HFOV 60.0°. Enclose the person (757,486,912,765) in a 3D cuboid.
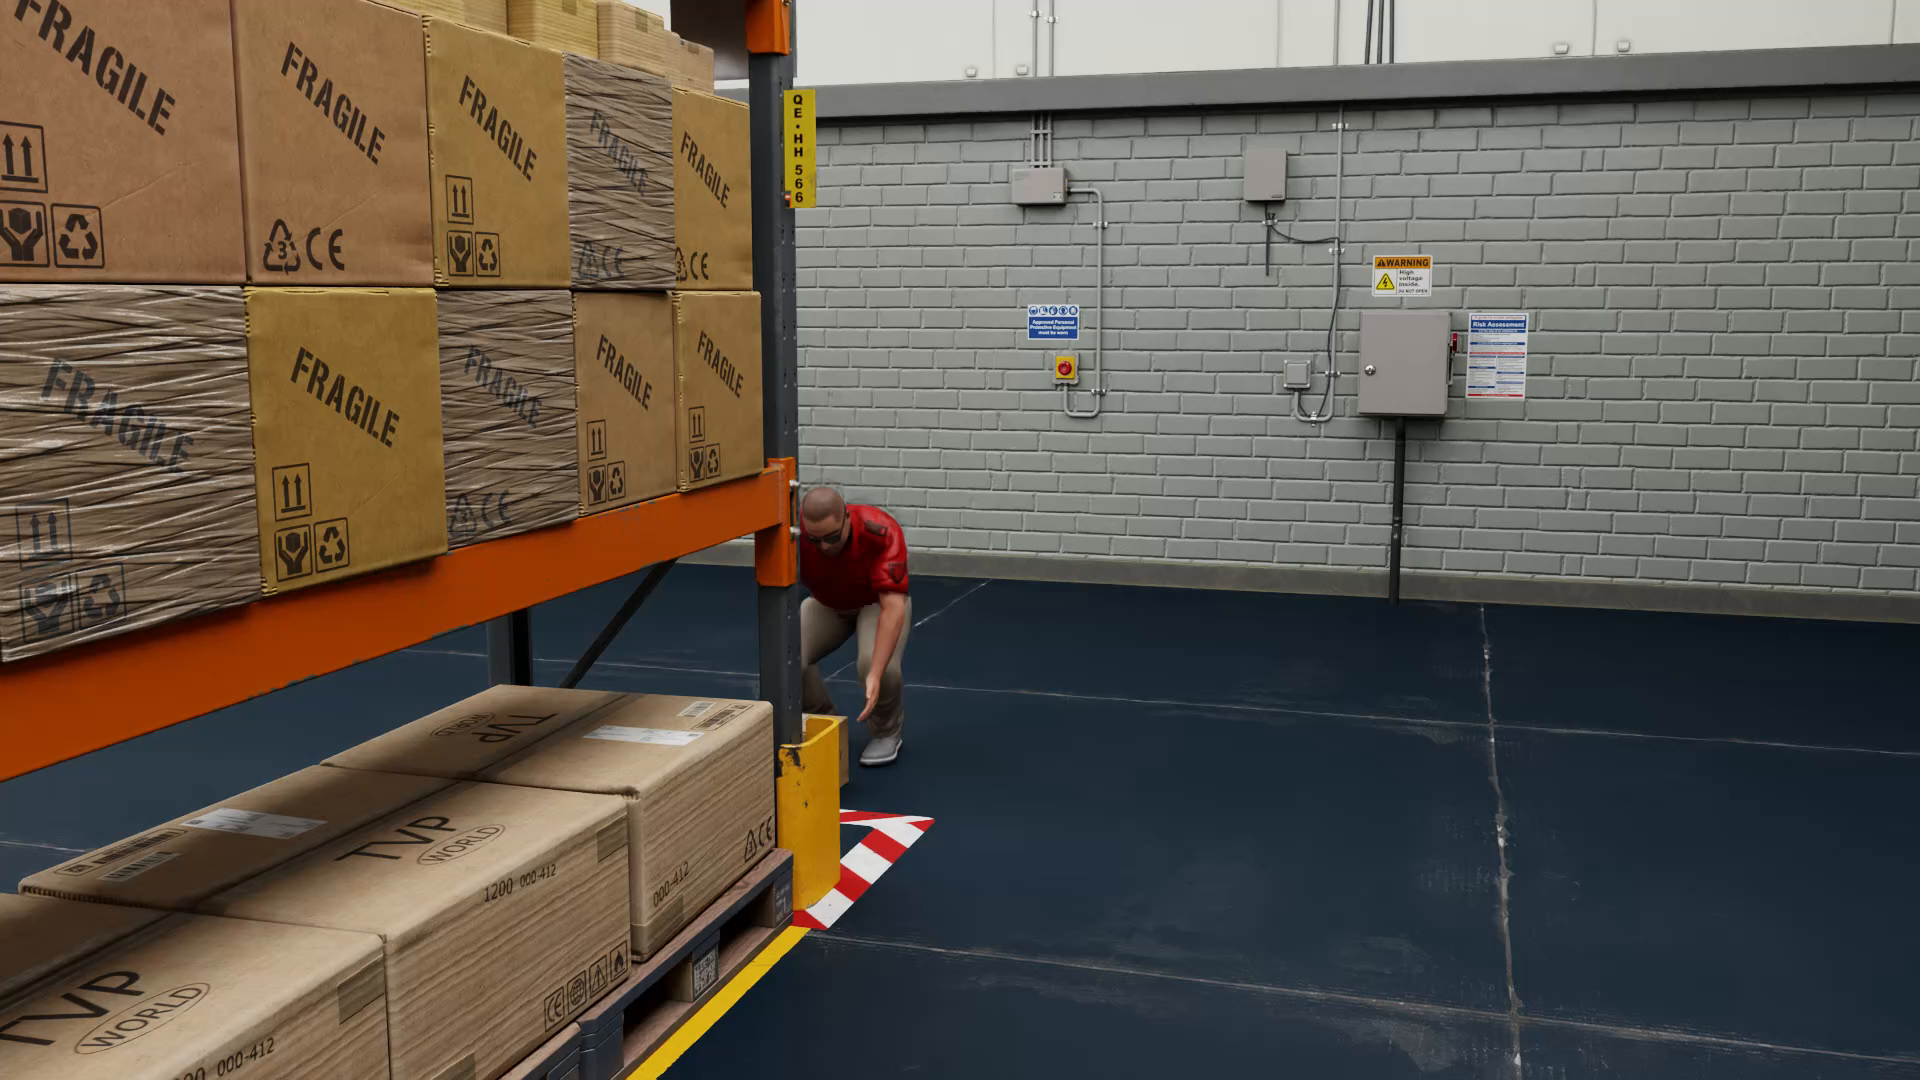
[{"bbox_3d":[-0.447,0.320,6.338,0.577,1.114,0.714,2,9,16],"label":"person"}]
